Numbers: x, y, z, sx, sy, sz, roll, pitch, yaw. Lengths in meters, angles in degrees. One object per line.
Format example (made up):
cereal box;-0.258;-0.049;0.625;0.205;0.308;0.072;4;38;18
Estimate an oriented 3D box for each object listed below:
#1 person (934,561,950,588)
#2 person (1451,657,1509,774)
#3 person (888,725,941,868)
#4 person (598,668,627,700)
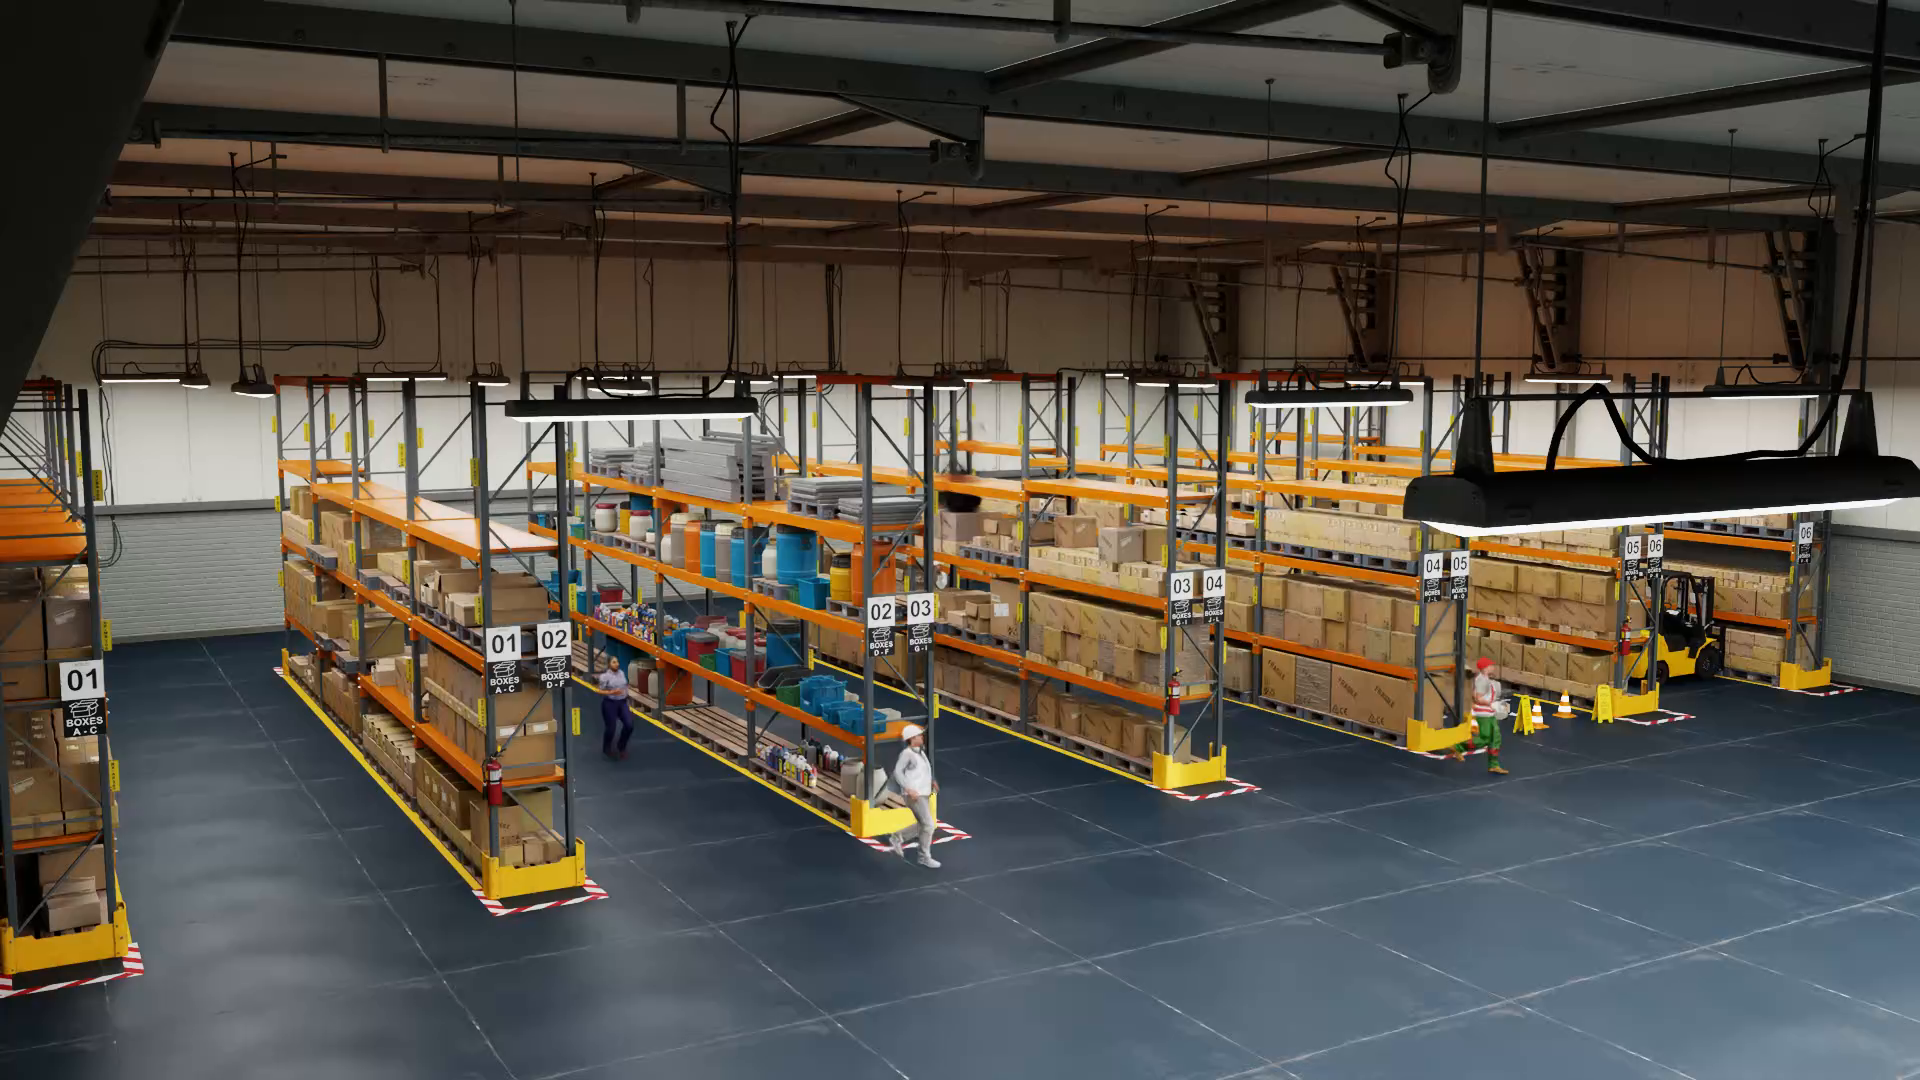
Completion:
person;-0.499;1.324;37.928;0.684;1.739;0.590;-4;7;-33
person;8.002;2.682;25.502;0.872;1.776;0.667;2;7;21
person;-0.546;3.202;20.892;0.701;1.741;0.700;2;7;16
person;-5.468;2.269;26.252;0.564;0.507;0.424;-5;8;-40
